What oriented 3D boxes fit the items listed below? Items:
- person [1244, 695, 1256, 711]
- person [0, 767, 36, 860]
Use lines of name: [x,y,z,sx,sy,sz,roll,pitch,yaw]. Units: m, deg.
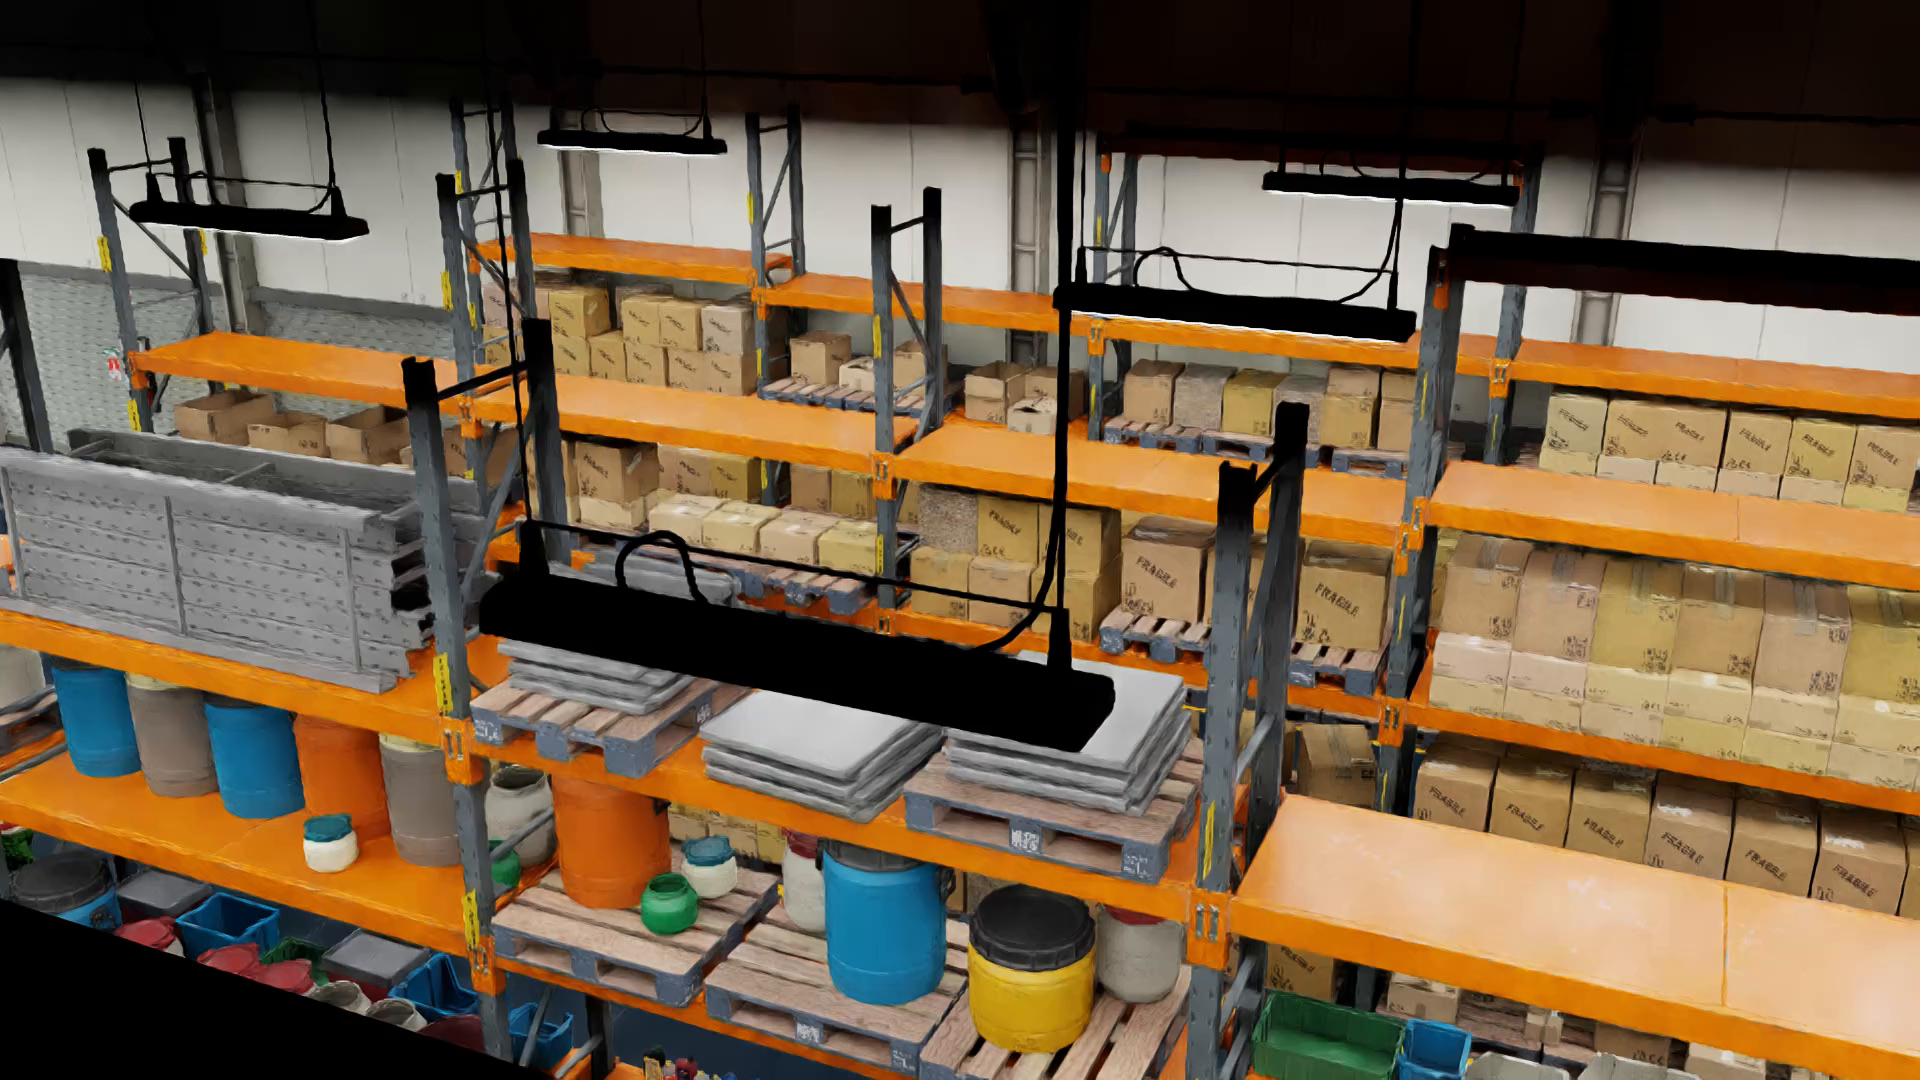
person: [2.952,1.550,16.341,0.536,1.540,0.452,1,21,3]
person: [-7.982,2.370,13.909,1.128,1.709,0.550,8,22,20]
